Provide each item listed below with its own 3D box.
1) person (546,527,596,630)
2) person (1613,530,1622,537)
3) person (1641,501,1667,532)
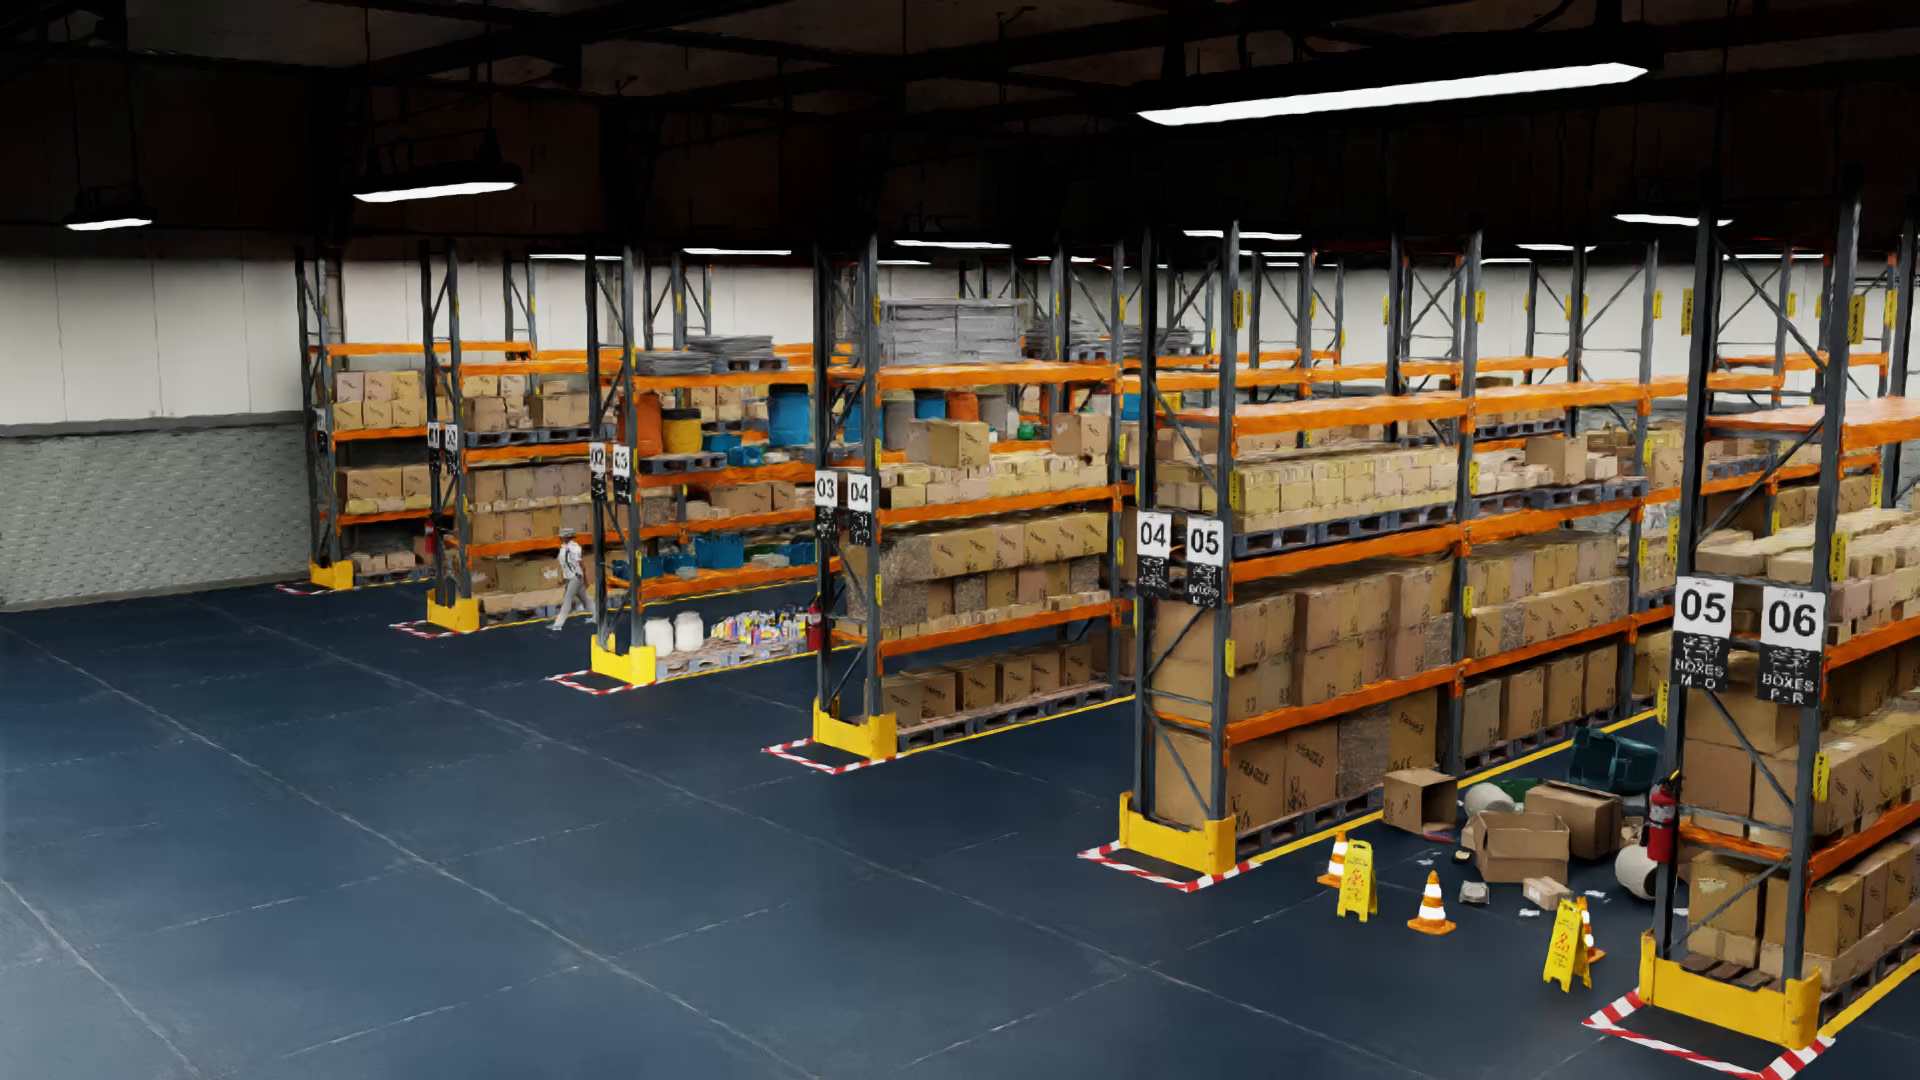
[{"bbox_3d":[-6.052,0.572,25.919,1.088,1.589,0.456,-7,11,-40],"label":"person"},{"bbox_3d":[9.851,0.715,25.096,0.565,1.554,0.528,-4,9,-25],"label":"person"},{"bbox_3d":[13.544,-0.510,32.666,0.696,1.776,0.460,-1,8,-7],"label":"person"}]
